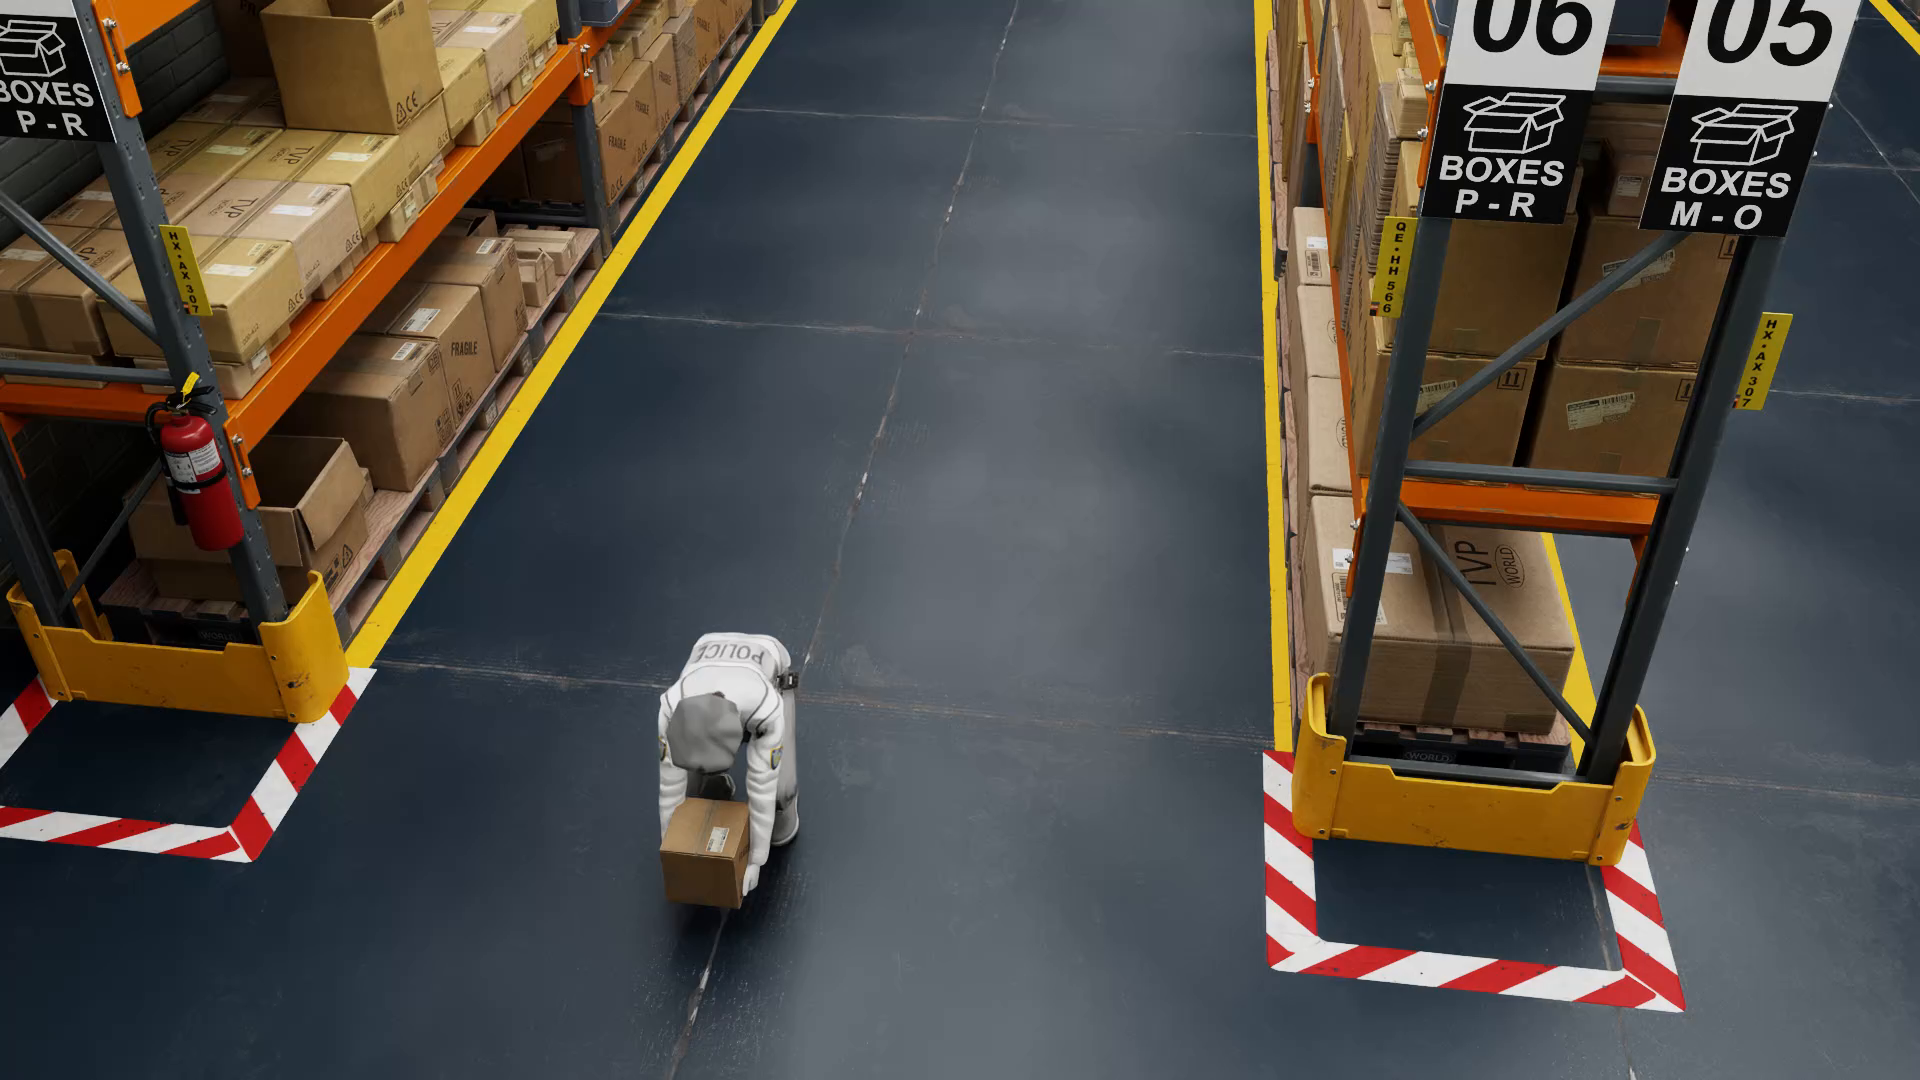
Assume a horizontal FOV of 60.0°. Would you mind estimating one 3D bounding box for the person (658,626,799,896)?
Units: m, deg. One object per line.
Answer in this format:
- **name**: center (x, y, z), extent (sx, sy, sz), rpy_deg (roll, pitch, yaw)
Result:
- **person**: center (-0.796, 0.736, 5.742), extent (0.469, 0.967, 0.899), rpy_deg (3, 36, 4)
